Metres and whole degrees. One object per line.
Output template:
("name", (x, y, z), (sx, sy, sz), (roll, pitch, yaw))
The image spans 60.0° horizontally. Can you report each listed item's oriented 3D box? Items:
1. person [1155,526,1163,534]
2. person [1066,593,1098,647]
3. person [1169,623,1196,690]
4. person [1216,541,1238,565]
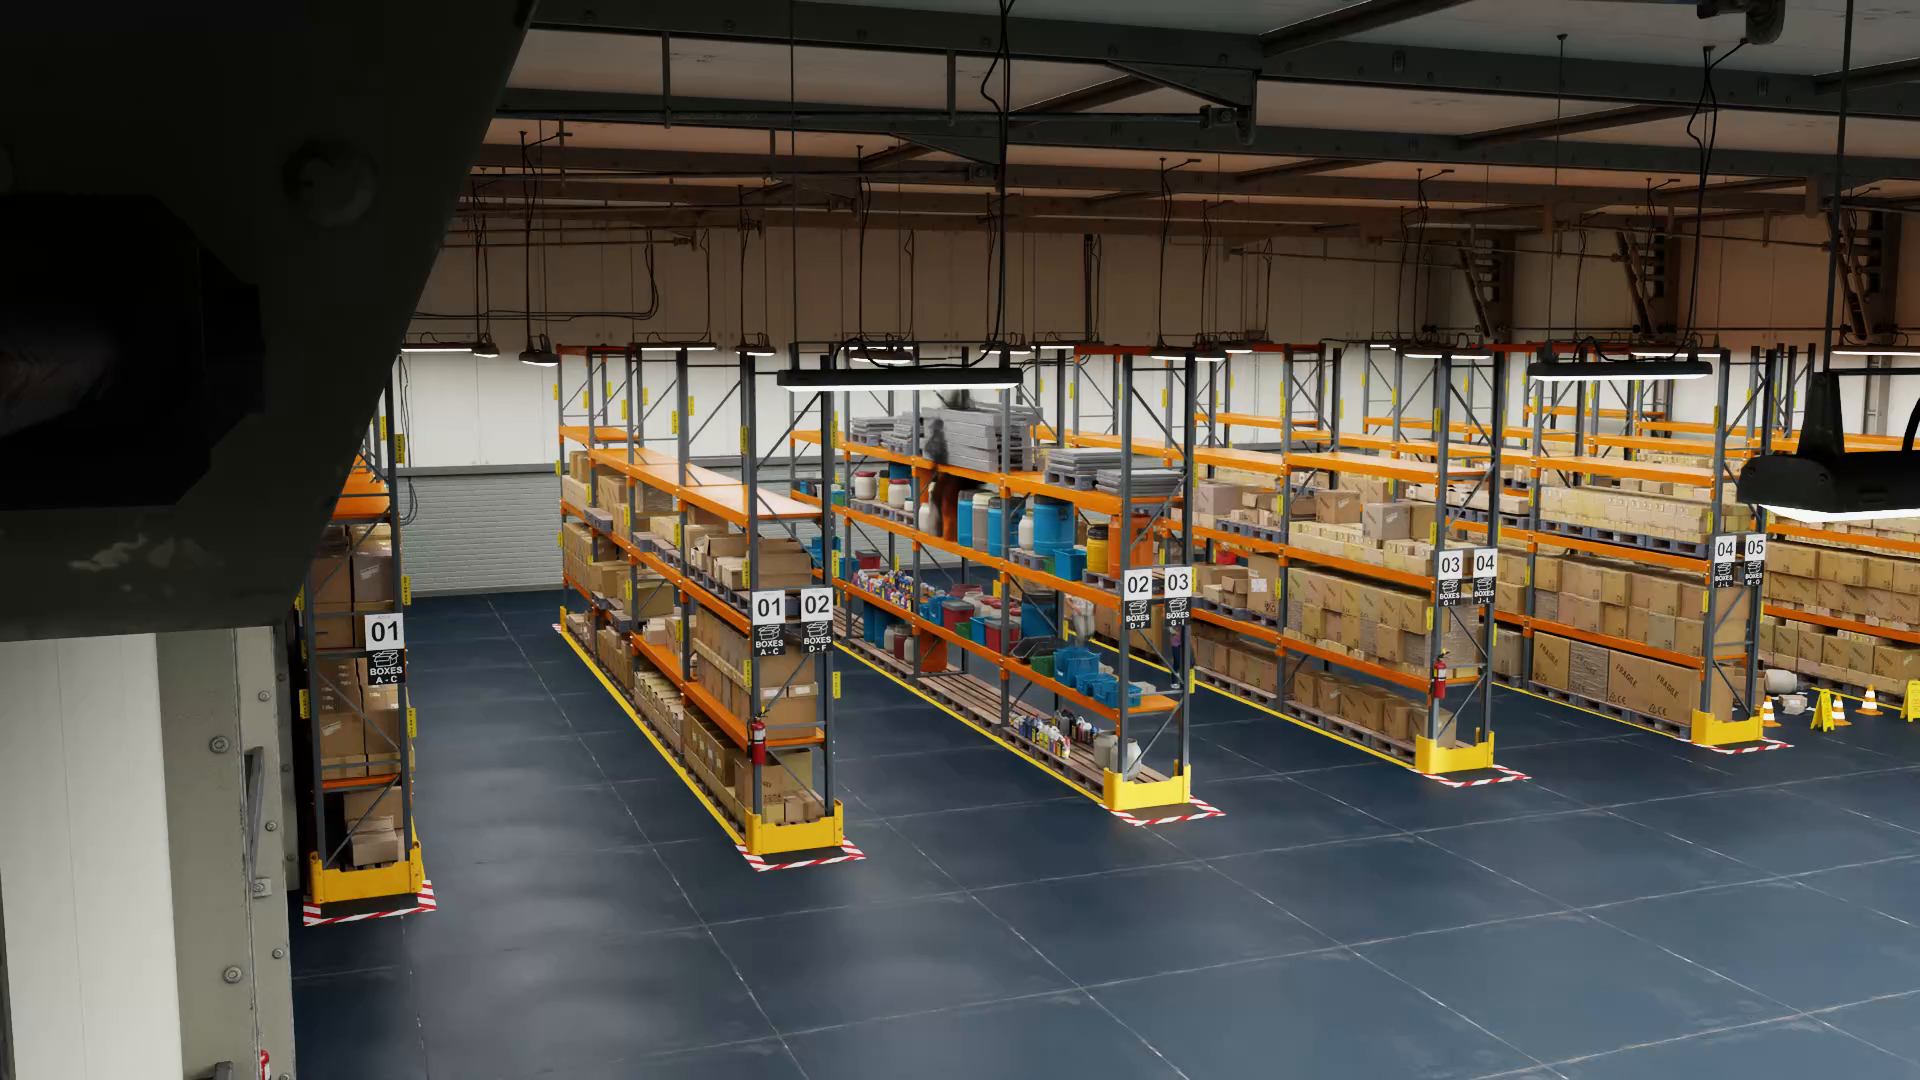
("person", (4.751, 0.386, 40.611), (0.675, 1.596, 0.465), (6, 9, 38))
("person", (2.326, 1.370, 31.496), (0.679, 1.748, 0.666), (-2, 8, -16))
("person", (3.741, 1.816, 27.935), (0.511, 1.477, 0.636), (-2, 8, -19))
("person", (5.786, 0.894, 36.273), (0.632, 1.741, 0.692), (-2, 8, -18))
